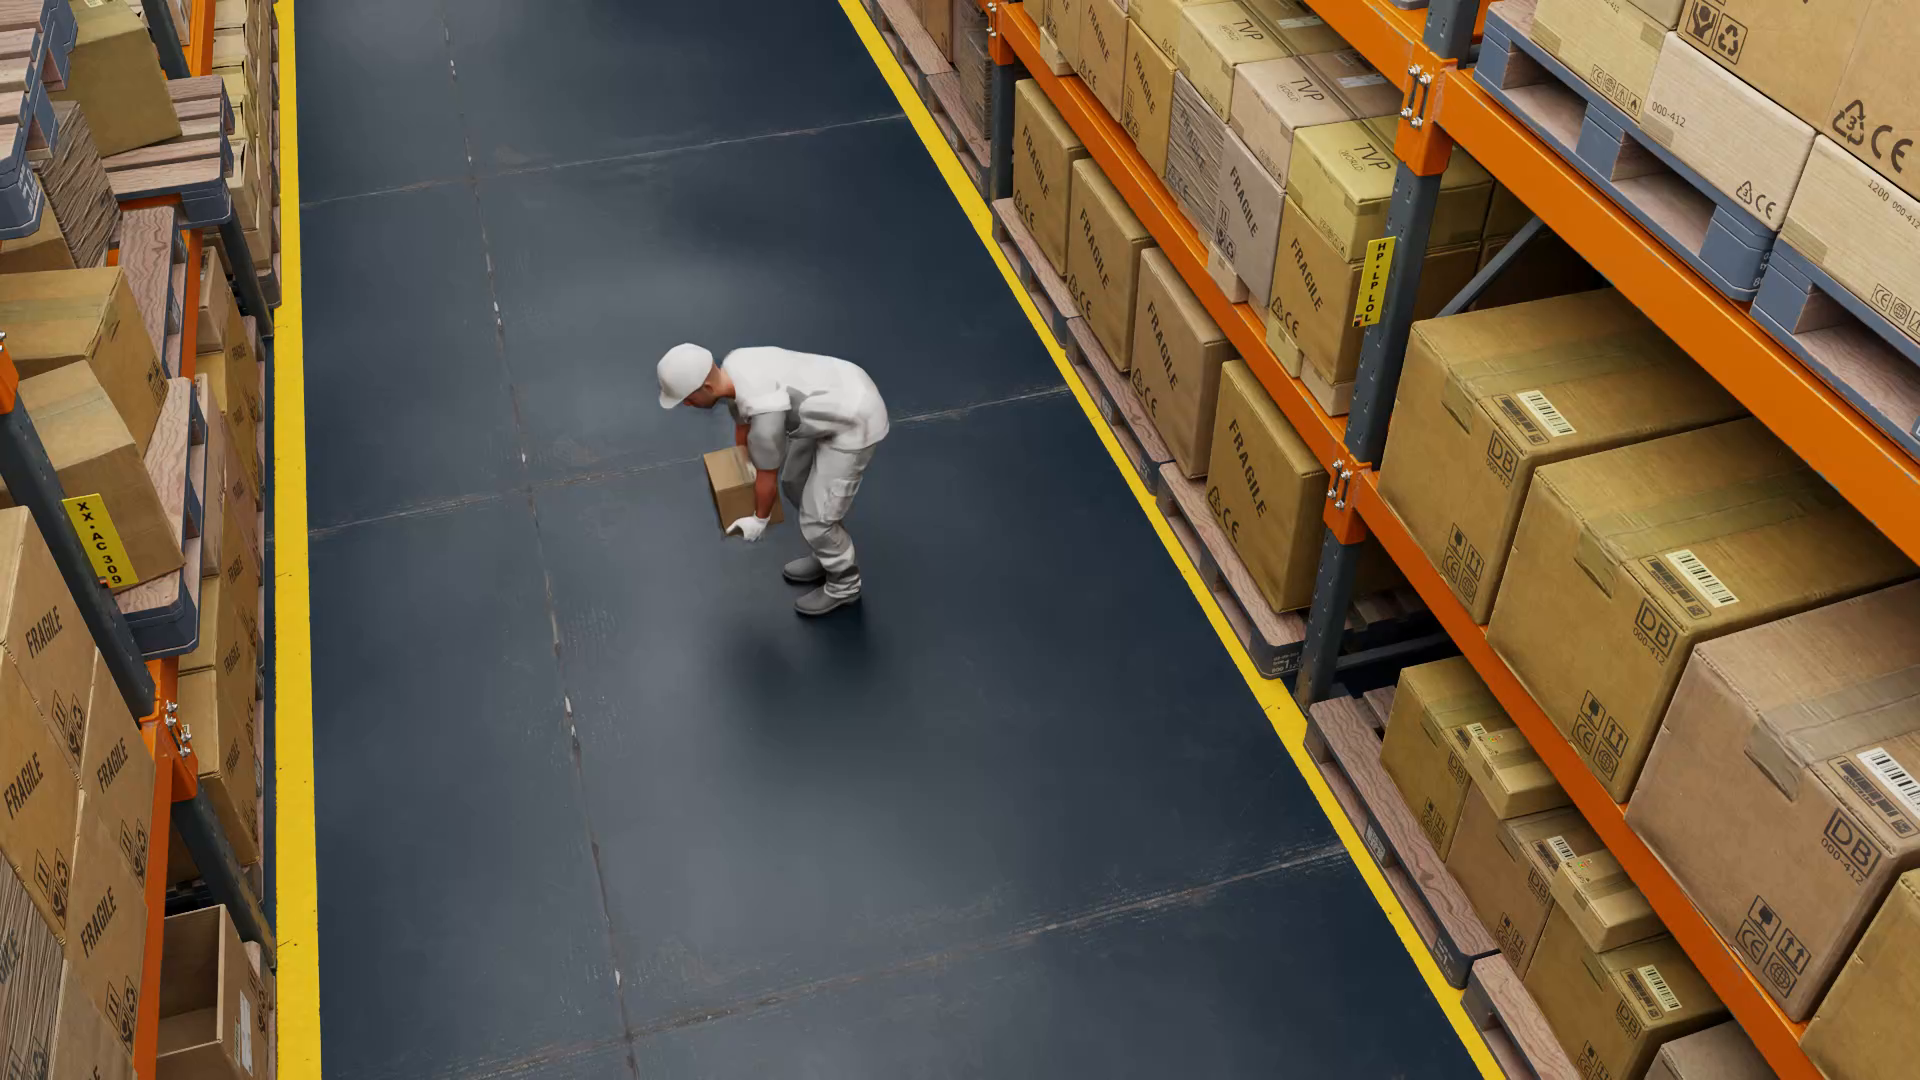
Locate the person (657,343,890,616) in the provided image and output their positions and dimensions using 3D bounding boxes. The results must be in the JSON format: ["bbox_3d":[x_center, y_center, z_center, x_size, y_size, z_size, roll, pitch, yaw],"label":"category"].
[{"bbox_3d":[-0.726,-0.278,6.746,0.887,1.393,0.490,-13,43,-14],"label":"person"}]
